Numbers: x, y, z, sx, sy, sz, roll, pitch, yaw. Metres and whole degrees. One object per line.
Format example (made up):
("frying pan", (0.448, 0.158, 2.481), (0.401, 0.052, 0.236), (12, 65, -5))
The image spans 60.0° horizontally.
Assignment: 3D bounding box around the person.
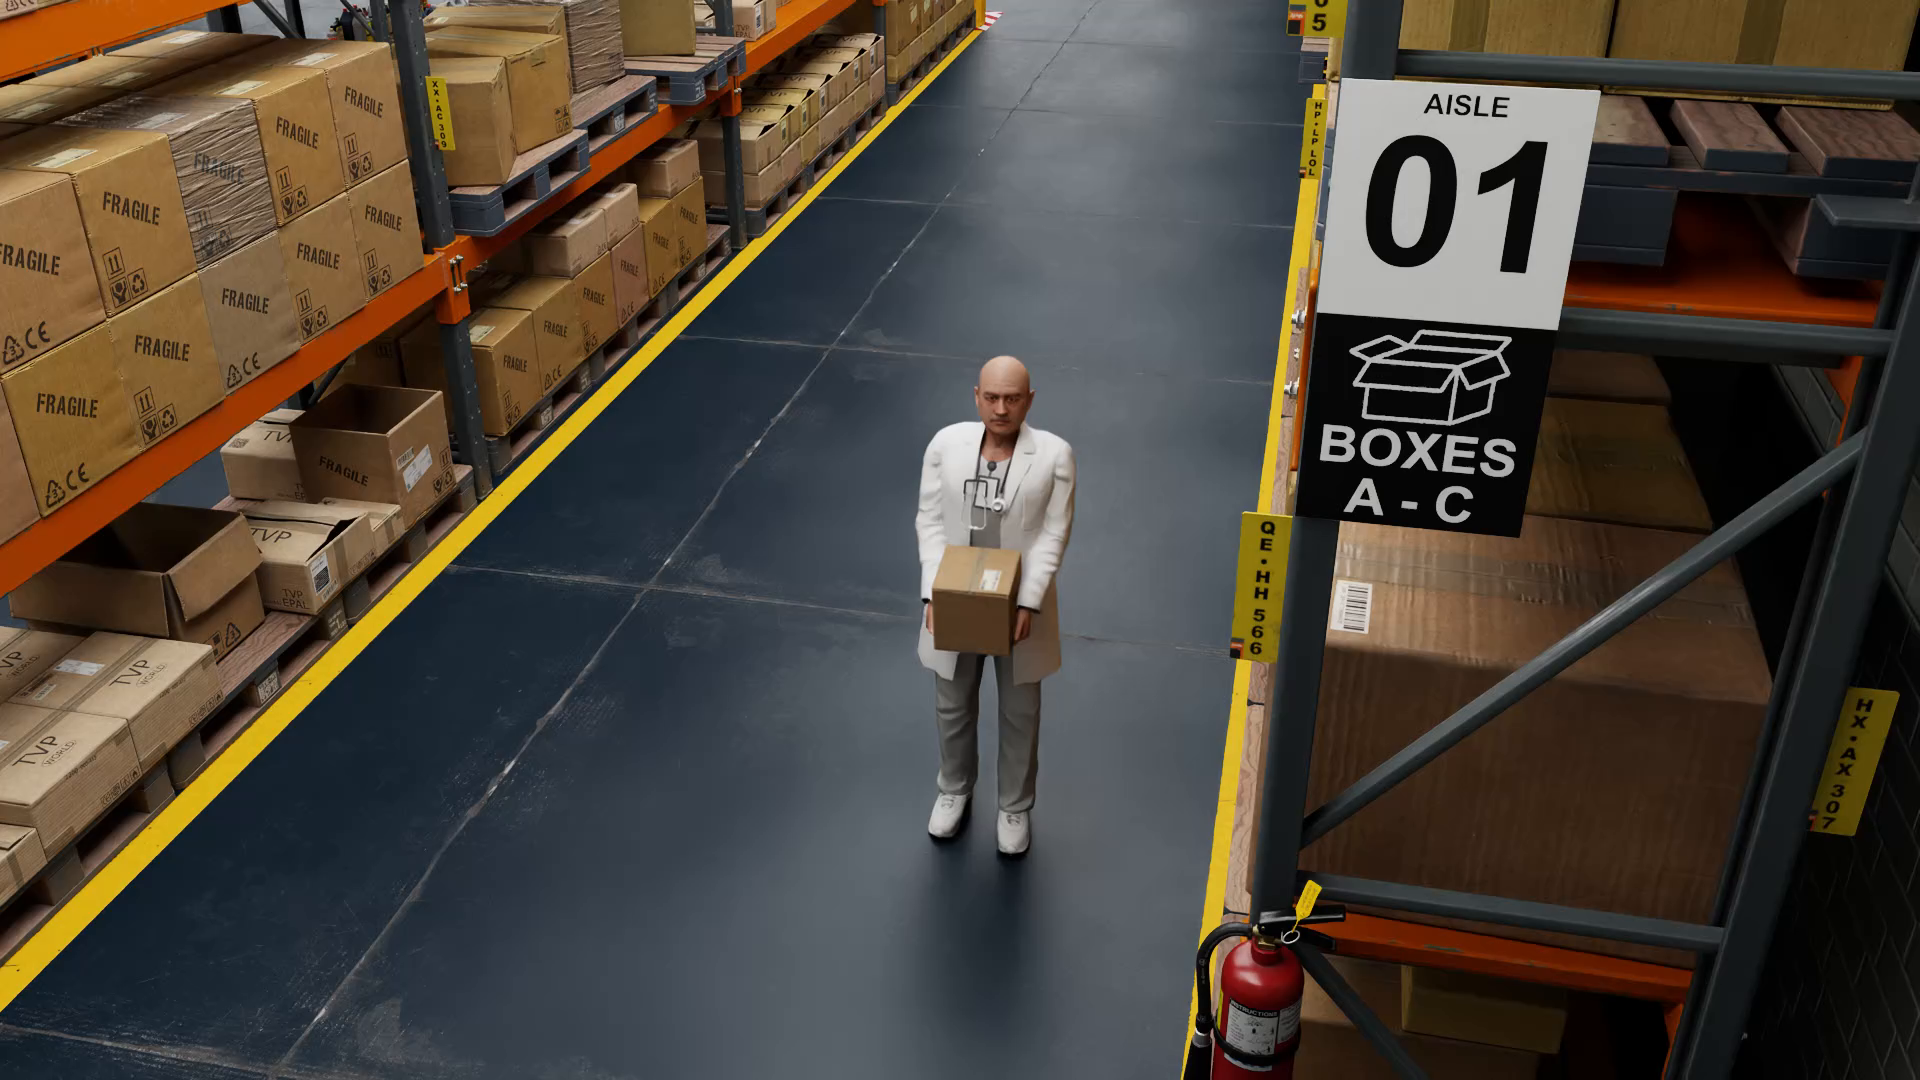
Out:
("person", (0.097, 0.272, 5.637), (0.533, 1.774, 0.544), (5, 29, 9))
